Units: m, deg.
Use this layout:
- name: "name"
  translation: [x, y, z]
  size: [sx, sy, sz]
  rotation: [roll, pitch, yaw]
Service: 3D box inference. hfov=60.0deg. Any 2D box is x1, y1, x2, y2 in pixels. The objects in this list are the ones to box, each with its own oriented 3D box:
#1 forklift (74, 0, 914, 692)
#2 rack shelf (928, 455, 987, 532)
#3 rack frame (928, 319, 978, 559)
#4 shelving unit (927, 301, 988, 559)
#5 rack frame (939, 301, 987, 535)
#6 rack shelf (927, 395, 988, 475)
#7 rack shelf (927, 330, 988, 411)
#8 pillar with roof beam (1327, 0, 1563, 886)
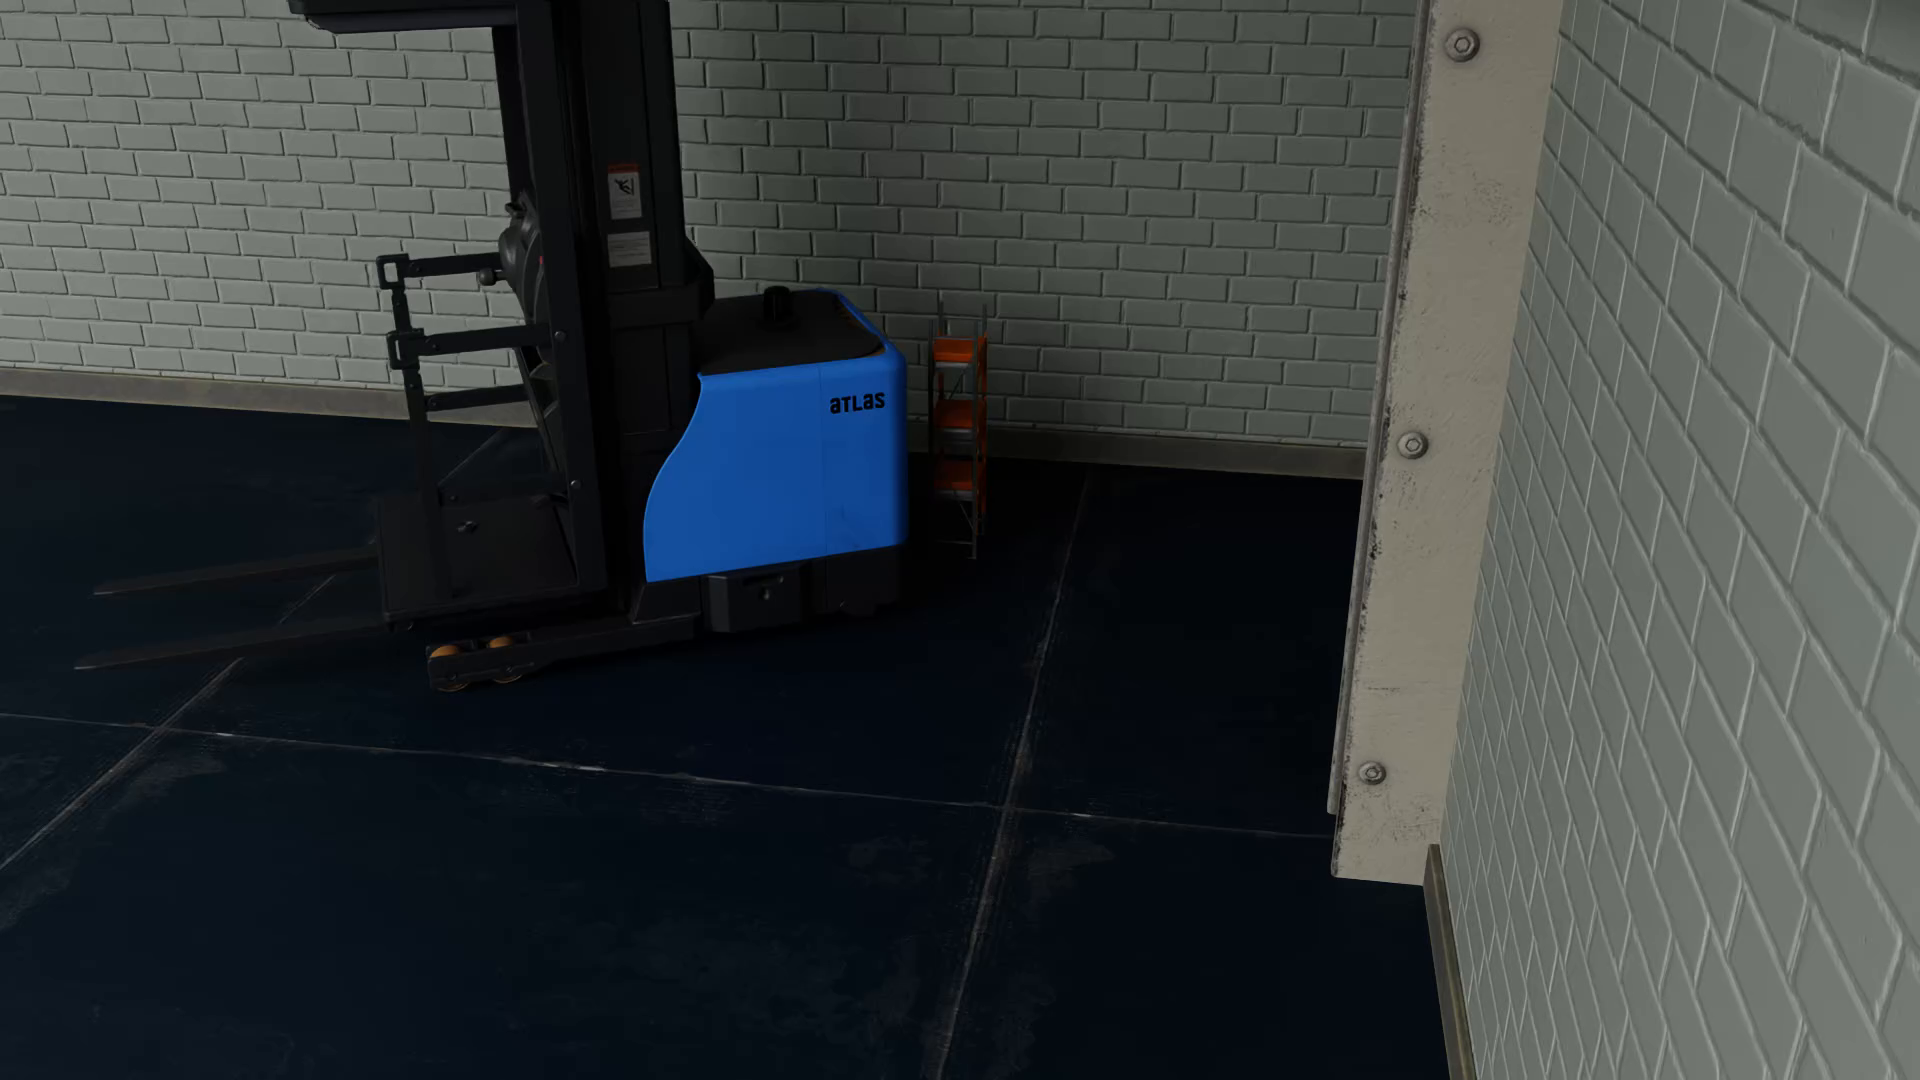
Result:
- name: "forklift"
  translation: [-1.759, -1.026, 5.985]
  size: [3.031, 2.935, 1.130]
  rotation: [-9, 26, -18]
- name: "rack shelf"
  translation: [-0.009, -0.192, 7.102]
  size: [0.215, 0.259, 0.240]
  rotation: [4, 25, 9]
- name: "rack frame"
  translation: [-0.029, -0.402, 6.871]
  size: [0.200, 1.050, 0.008]
  rotation: [4, 25, 9]
- name: "shelving unit"
  translation: [-0.009, -0.453, 6.980]
  size: [0.215, 1.050, 0.252]
  rotation: [4, 25, 9]
- name: "rack frame"
  translation: [0.011, -0.504, 7.089]
  size: [0.200, 1.050, 0.008]
  rotation: [4, 25, 9]
- name: "rack shelf"
  translation: [-0.009, -0.444, 6.984]
  size: [0.215, 0.259, 0.240]
  rotation: [4, 25, 9]
- name: "rack shelf"
  translation: [-0.009, -0.701, 6.864]
  size: [0.215, 0.259, 0.240]
  rotation: [4, 25, 9]
- name: "pillar with roof beam"
  translation: [-2.931, -3.422, 3.946]
  size: [9.100, 9.000, 0.400]
  rotation: [4, 25, 9]
